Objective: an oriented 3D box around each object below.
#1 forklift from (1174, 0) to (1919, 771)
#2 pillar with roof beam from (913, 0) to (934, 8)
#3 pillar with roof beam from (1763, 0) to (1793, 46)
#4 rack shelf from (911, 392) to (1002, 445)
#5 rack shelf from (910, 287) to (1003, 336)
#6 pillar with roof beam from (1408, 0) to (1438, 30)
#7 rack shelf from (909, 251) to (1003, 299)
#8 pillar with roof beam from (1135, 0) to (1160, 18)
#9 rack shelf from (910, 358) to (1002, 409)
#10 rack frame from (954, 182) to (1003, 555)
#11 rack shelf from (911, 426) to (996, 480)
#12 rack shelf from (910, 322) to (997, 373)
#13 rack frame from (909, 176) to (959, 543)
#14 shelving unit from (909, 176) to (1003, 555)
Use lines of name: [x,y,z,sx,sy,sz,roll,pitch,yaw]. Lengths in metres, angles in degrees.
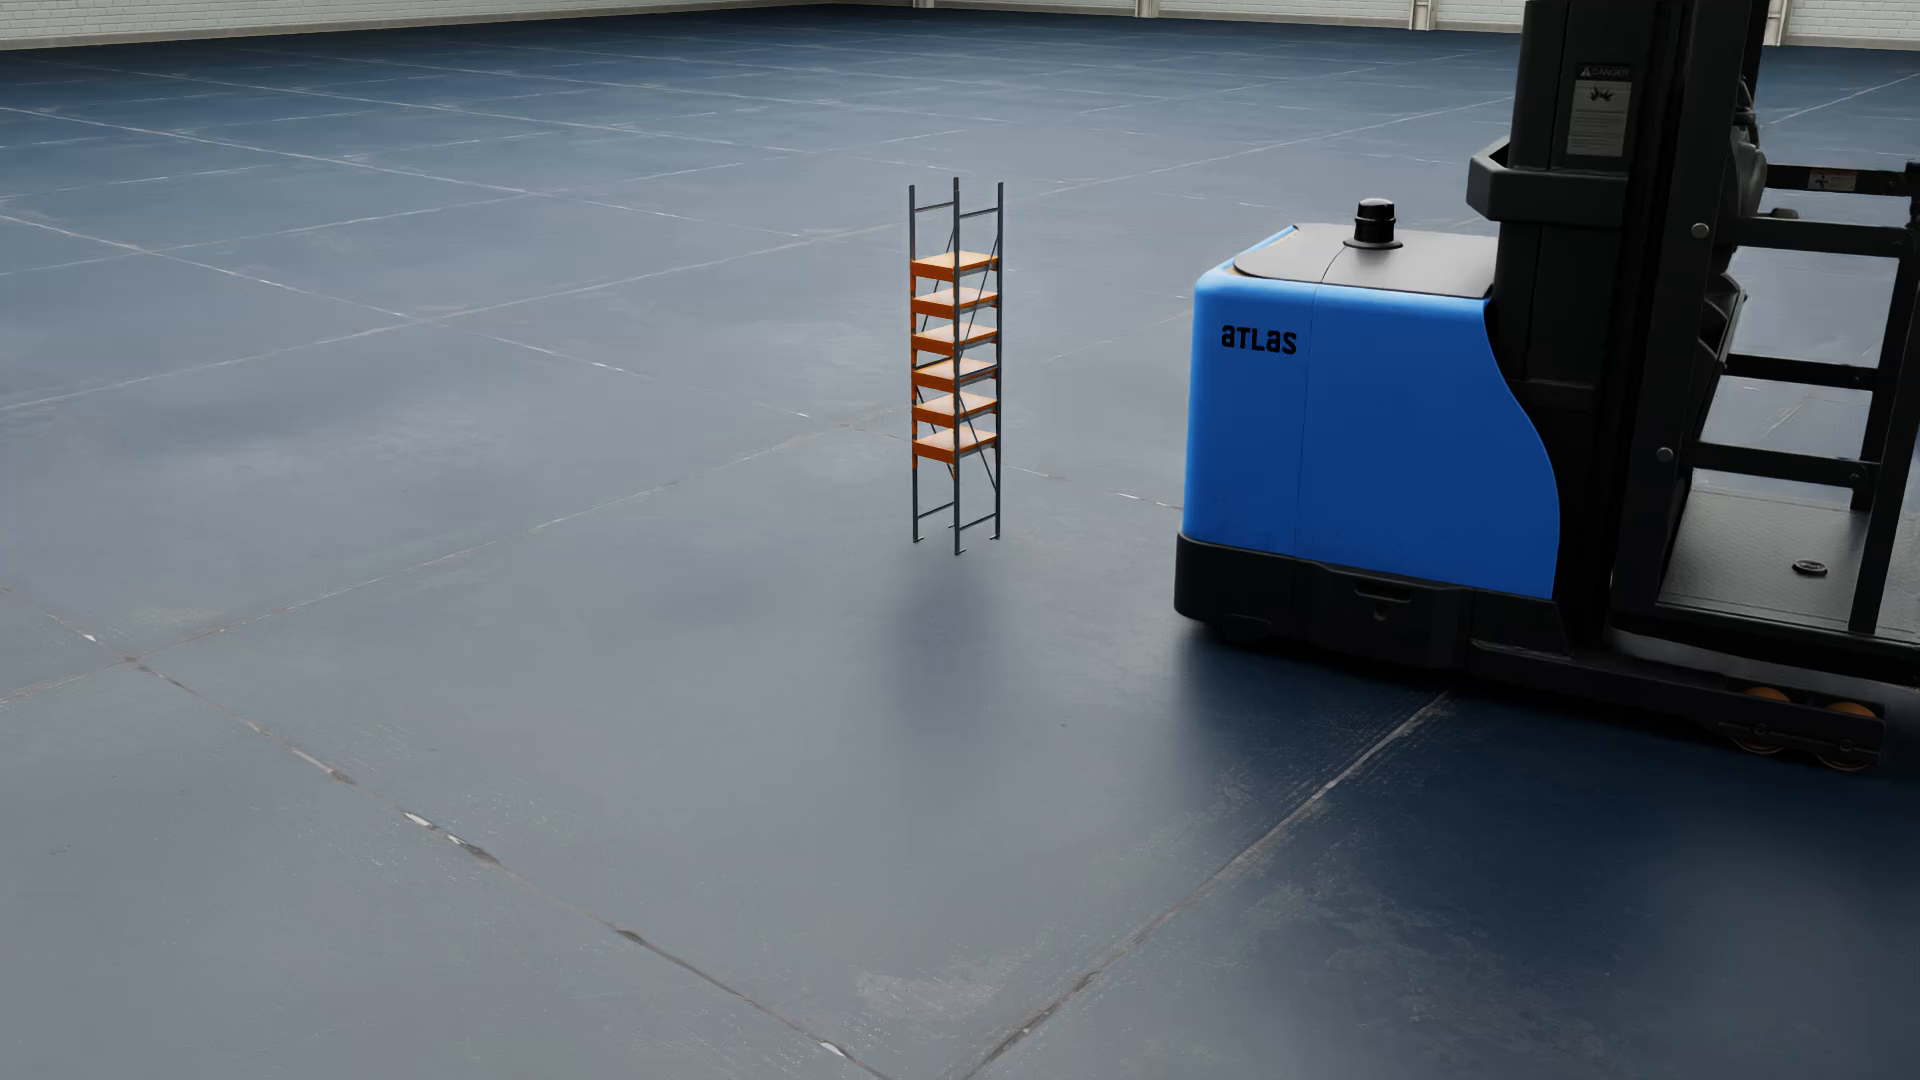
forklift: [2.186,-1.010,4.193,3.031,2.935,1.130,10,23,25]
pillar with roof beam: [-3.540,-15.080,32.904,0.400,9.000,9.100,16,26,36]
pillar with roof beam: [10.405,-11.064,22.254,0.400,9.000,9.100,16,26,36]
rack shelf: [-0.011,-0.411,5.523,0.180,0.103,0.258,16,26,36]
rack shelf: [-0.011,-0.748,5.396,0.180,0.103,0.258,16,26,36]
pillar with roof beam: [5.757,-12.403,25.804,0.400,9.000,9.100,16,26,36]
rack shelf: [-0.011,-0.860,5.354,0.180,0.103,0.258,16,26,36]
pillar with roof beam: [1.108,-13.741,29.354,0.400,9.000,9.100,16,26,36]
rack shelf: [-0.011,-0.523,5.481,0.180,0.103,0.258,16,26,36]
rack frame: [0.060,-0.544,5.411,0.006,1.200,0.240,16,26,36]
rack shelf: [-0.011,-0.298,5.565,0.180,0.103,0.258,16,26,36]
rack shelf: [-0.011,-0.635,5.438,0.180,0.103,0.258,16,26,36]
rack frame: [-0.082,-0.585,5.519,0.006,1.200,0.240,16,26,36]
shelving unit: [-0.011,-0.565,5.465,0.189,1.200,0.258,16,26,36]
